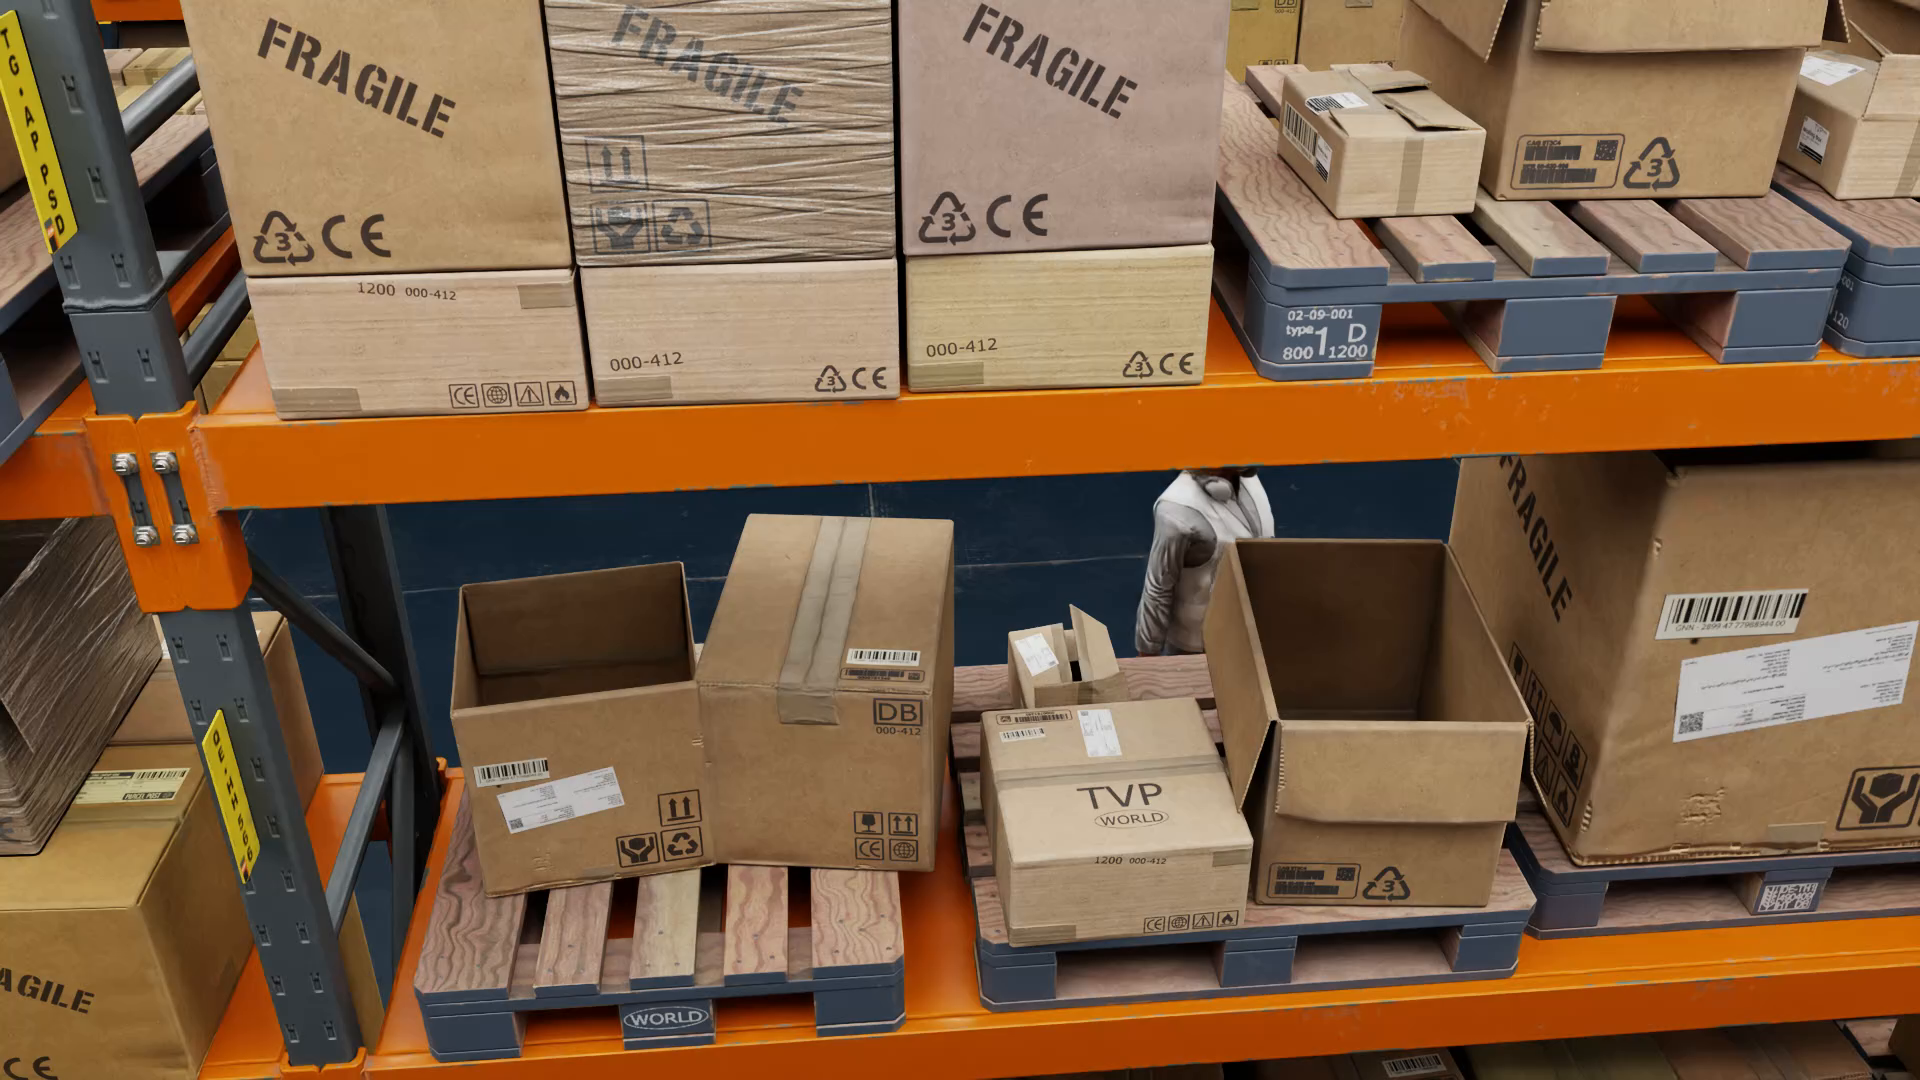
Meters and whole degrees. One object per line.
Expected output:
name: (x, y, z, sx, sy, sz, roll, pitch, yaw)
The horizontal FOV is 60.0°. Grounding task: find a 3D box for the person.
person: (0.965, 0.315, 5.595, 0.885, 1.743, 0.615, 19, 36, 29)
